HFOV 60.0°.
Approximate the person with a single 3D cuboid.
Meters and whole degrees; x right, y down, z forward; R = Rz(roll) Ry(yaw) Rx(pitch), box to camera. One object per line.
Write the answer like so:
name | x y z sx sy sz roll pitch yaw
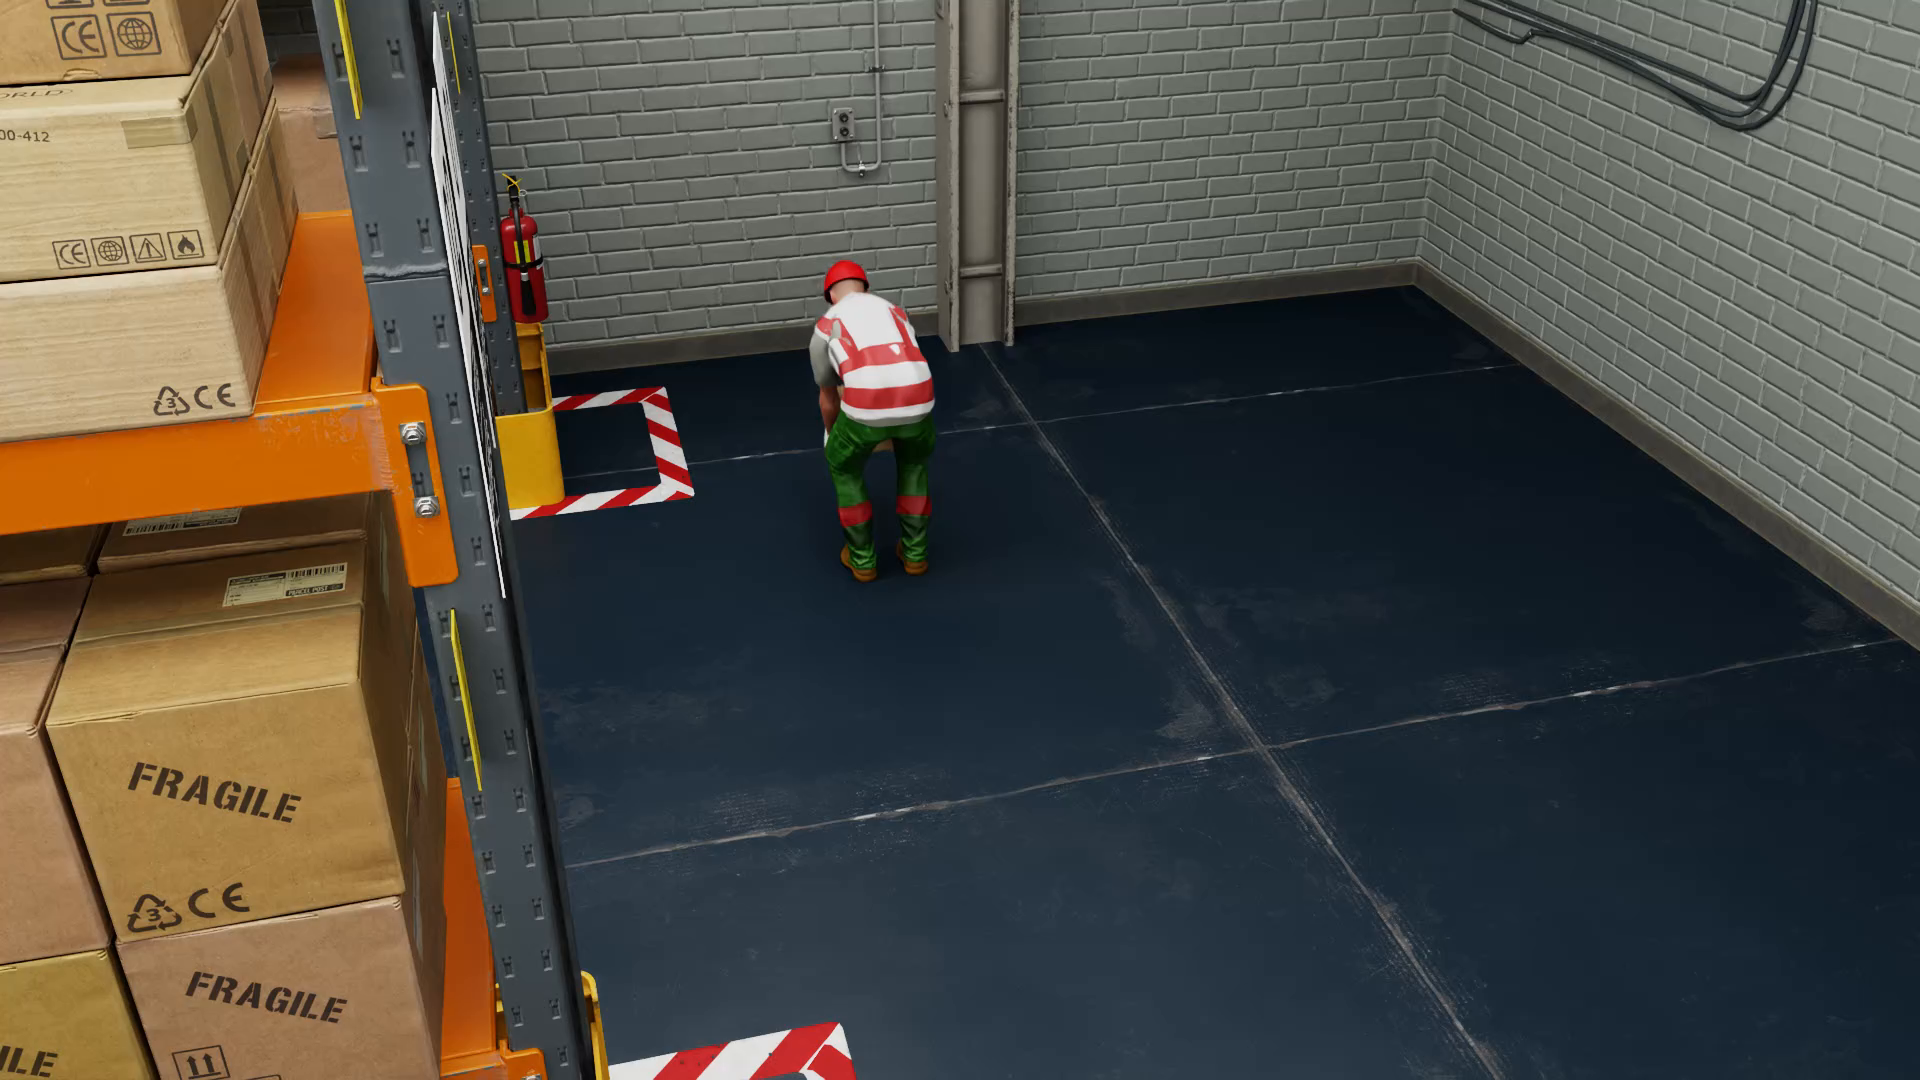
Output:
person | -0.403 -0.538 7.536 0.503 1.288 0.919 -9 31 -15
